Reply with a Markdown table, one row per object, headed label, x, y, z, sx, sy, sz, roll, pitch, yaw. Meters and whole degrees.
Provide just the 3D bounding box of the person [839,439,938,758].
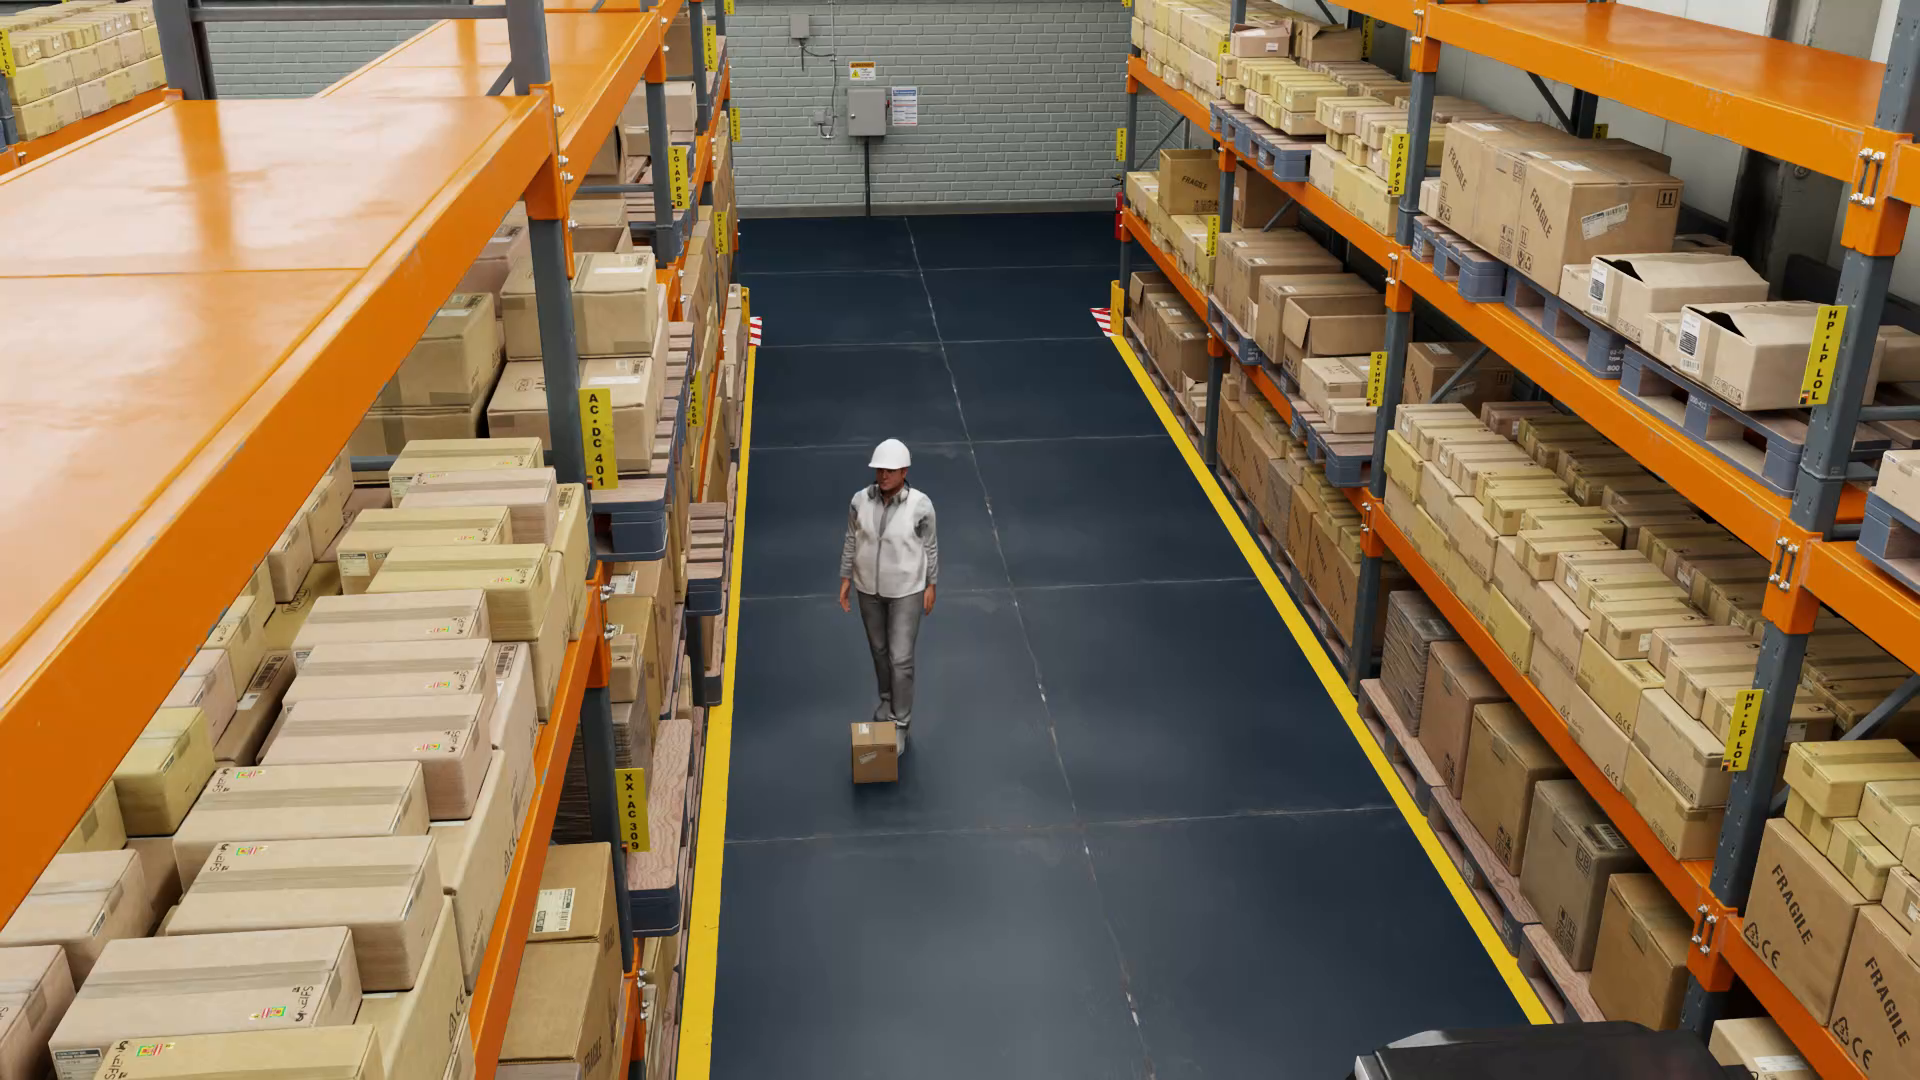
| label | x | y | z | sx | sy | sz | roll | pitch | yaw |
| --- | --- | --- | --- | --- | --- | --- | --- | --- | --- |
| person | -0.463 | 0.312 | 9.563 | 0.558 | 1.765 | 0.665 | 8 | 25 | 19 |
